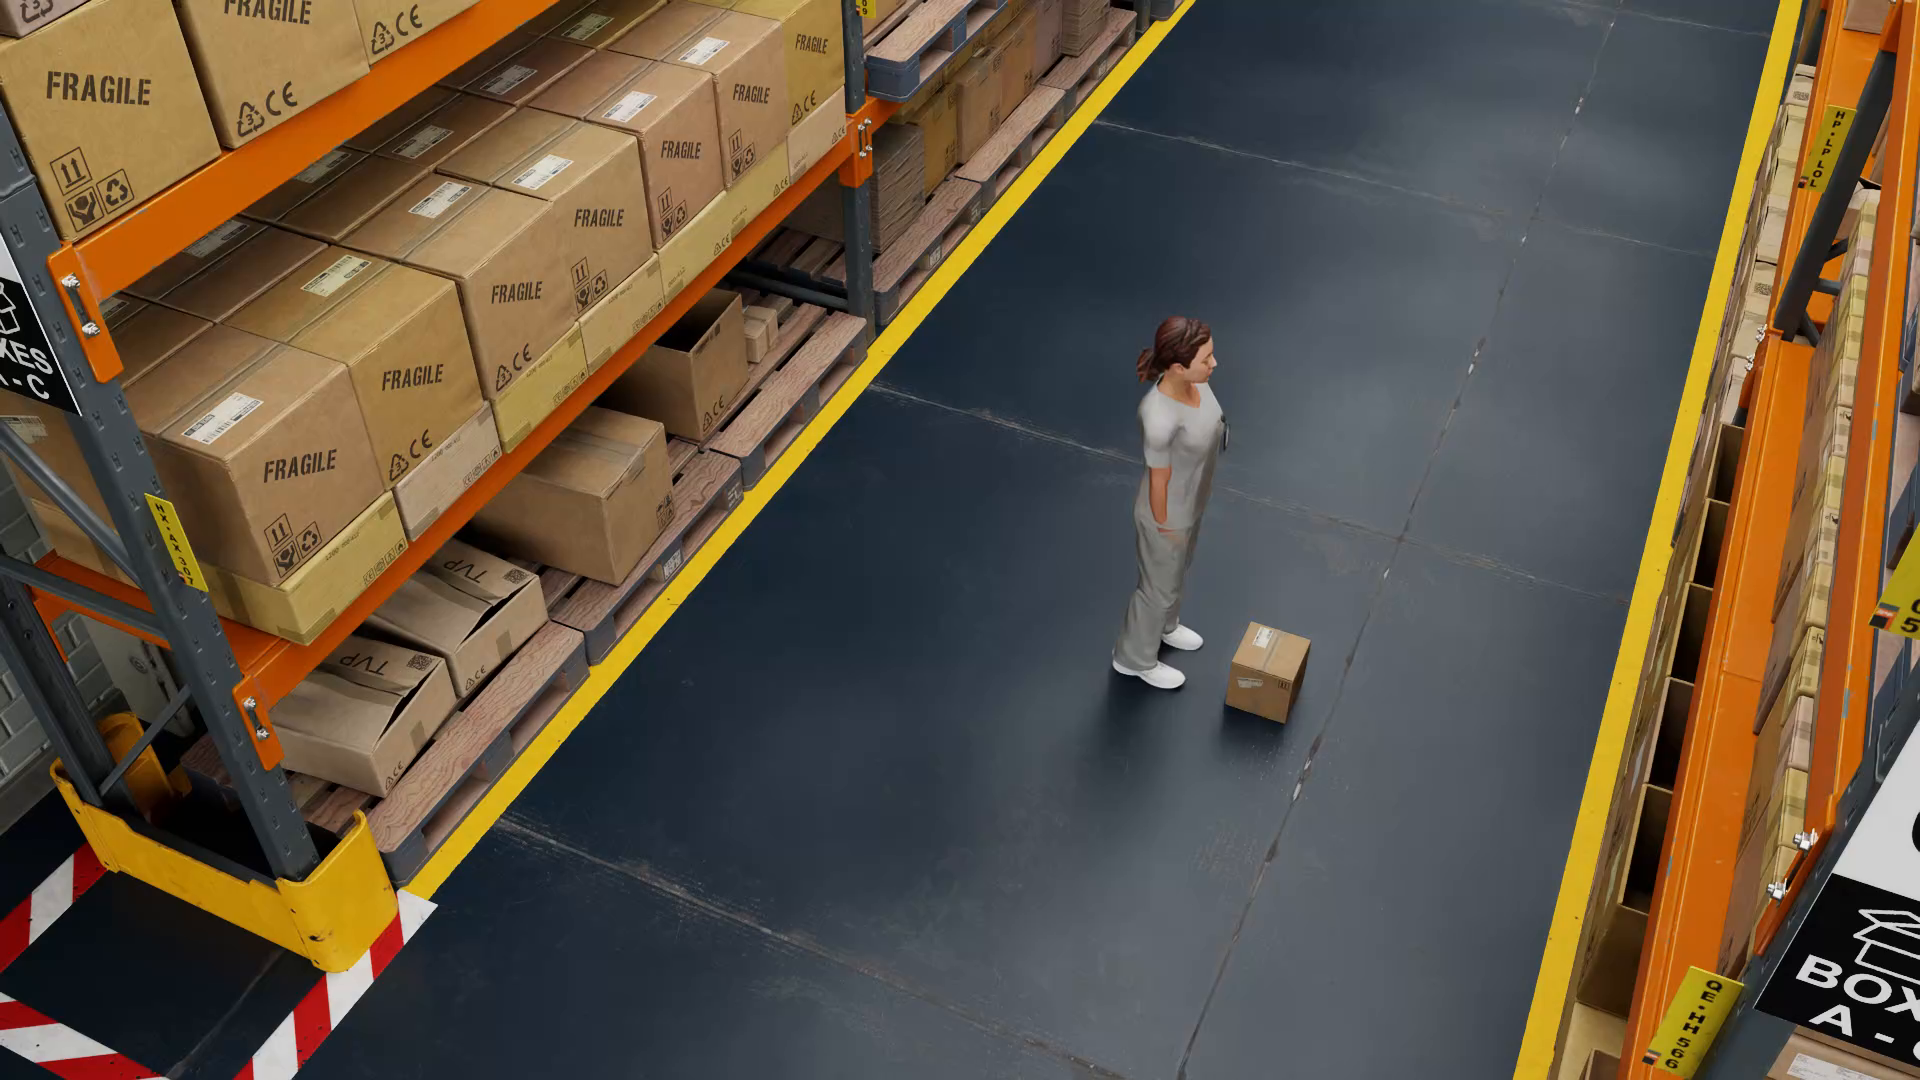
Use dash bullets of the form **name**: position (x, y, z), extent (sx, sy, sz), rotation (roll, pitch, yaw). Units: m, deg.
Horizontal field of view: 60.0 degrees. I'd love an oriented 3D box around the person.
- **person**: position (0.797, -0.133, 6.334), extent (0.360, 1.650, 0.442), rotation (19, 45, 19)
